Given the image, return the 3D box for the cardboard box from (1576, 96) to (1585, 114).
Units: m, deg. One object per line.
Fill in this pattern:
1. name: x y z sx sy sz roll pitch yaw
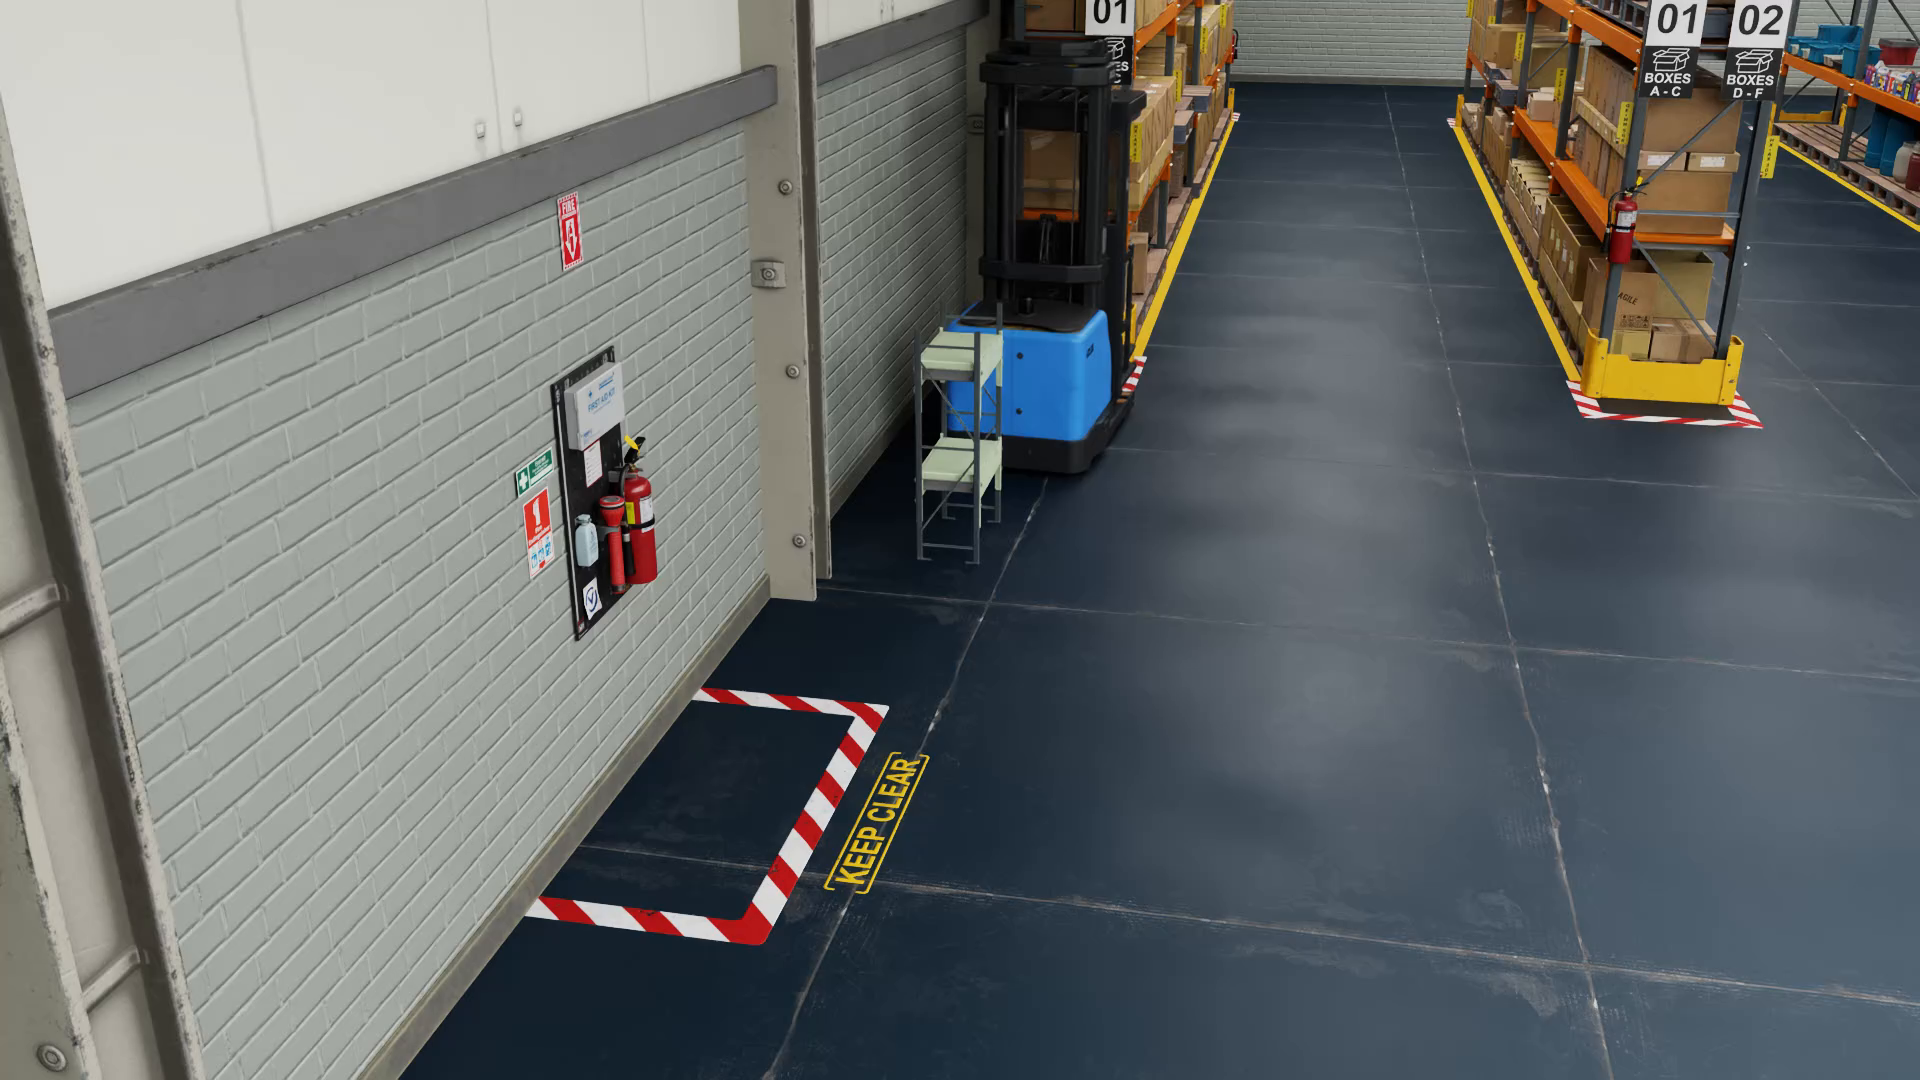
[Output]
1. cardboard box: 6.367 -4.333 16.594 0.380 0.149 0.250 4 22 11

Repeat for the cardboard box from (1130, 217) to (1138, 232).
1. cardboard box: 1.588 -3.107 17.310 0.500 0.500 0.500 3 22 7

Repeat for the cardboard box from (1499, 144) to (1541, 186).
1. cardboard box: 7.389 -4.936 21.852 0.500 0.500 0.500 5 23 13

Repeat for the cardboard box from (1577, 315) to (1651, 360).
1. cardboard box: 5.615 -1.744 14.287 0.500 0.250 0.500 4 22 11

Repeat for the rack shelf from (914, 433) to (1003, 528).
1. rack shelf: -0.001 -0.391 10.689 0.431 0.370 0.720 4 22 11

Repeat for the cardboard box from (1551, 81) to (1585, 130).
1. cardboard box: 7.101 -4.963 19.028 0.500 0.500 0.500 3 22 8

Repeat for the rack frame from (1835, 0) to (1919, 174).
1. rack frame: 13.092 -6.616 23.265 1.000 3.000 0.127 4 22 11

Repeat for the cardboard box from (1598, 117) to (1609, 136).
1. cardboard box: 6.054 -3.766 15.187 0.380 0.149 0.250 4 22 10

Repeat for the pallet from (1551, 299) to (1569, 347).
1. pallet: 6.161 -2.040 15.637 1.003 0.211 1.213 4 22 11

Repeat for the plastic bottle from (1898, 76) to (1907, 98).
1. plastic bottle: 12.318 -5.916 21.701 0.097 0.271 0.097 0 22 0

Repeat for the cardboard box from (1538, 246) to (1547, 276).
1. cardboard box: 6.220 -2.842 17.013 0.500 0.250 0.500 4 22 11

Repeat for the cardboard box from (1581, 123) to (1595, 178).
1. cardboard box: 6.426 -3.759 16.038 0.700 0.500 0.500 4 22 10

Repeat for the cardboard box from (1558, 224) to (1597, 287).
1. cardboard box: 5.906 -2.642 15.512 0.500 0.500 0.500 4 22 11

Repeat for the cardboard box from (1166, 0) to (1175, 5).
1. cardboard box: 1.900 -5.688 16.785 0.500 0.500 0.500 5 22 12

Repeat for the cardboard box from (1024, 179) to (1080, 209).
1. cardboard box: 0.850 -3.108 14.729 0.500 0.250 0.500 5 22 12

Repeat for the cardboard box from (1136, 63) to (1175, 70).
1. cardboard box: 2.019 -5.083 18.737 0.700 0.500 0.500 7 23 16

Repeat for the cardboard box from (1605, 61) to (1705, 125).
1. cardboard box: 6.220 -4.004 14.909 0.700 0.500 0.500 4 22 11

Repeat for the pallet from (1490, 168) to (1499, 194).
1. pallet: 7.868 -4.953 22.870 1.003 0.211 1.213 4 22 11

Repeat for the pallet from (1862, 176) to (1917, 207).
1. pallet: 12.647 -4.596 21.982 1.003 0.211 1.213 4 22 11

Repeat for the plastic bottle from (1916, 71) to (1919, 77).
1. plastic bottle: 13.202 -6.357 22.890 0.097 0.201 0.097 0 22 0

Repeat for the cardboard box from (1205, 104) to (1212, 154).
1. cardboard box: 3.210 -5.996 24.041 0.750 0.750 0.750 5 23 13

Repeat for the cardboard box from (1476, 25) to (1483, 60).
1. cardboard box: 8.402 -7.807 26.088 0.500 0.500 0.500 5 22 12

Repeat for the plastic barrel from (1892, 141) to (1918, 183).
1. plastic barrel: 12.617 -5.000 22.022 0.421 0.512 0.421 0 22 0

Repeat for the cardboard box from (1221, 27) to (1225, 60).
1. cardboard box: 3.675 -7.974 26.236 0.980 0.700 0.700 4 22 10

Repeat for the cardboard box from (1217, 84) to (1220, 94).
1. cardboard box: 4.001 -7.275 26.818 0.380 0.149 0.250 4 22 9

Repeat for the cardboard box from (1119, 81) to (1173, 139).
1. cardboard box: 1.871 -4.353 16.818 0.500 0.500 0.500 4 22 11

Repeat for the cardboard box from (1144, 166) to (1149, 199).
1. cardboard box: 1.447 -3.267 15.125 0.500 0.250 0.500 4 22 9

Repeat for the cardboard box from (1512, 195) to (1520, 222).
1. cardboard box: 6.831 -3.907 19.659 0.500 0.250 0.500 4 22 10

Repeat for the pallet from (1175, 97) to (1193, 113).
1. pallet: 2.213 -5.092 19.738 1.003 0.211 1.213 4 22 11

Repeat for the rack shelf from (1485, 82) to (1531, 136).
1. rack shelf: 7.836 -5.930 22.524 1.077 0.370 4.000 4 22 11

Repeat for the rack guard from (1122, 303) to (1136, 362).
1. rack guard: 0.960 -1.851 14.779 1.175 0.500 0.348 4 22 11

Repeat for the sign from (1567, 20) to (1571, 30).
1. sign: 8.788 -7.491 23.888 0.100 0.325 0.005 4 22 11

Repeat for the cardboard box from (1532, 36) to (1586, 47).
1. cardboard box: 7.819 -6.332 21.864 0.700 0.500 0.500 9 24 21

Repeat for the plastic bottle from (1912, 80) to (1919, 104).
1. plastic bottle: 12.174 -5.697 21.140 0.061 0.283 0.133 4 22 11

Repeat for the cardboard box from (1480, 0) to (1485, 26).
1. cardboard box: 8.402 -8.265 25.889 0.500 0.500 0.500 4 22 10

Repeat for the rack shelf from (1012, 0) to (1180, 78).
1. rack shelf: 1.353 -4.771 15.633 1.077 0.370 4.000 4 22 11

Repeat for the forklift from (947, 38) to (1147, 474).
1. forklift: 0.782 -2.353 12.774 1.130 2.935 3.031 6 23 15

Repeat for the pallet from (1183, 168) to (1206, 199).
1. pallet: 2.812 -4.897 22.731 1.003 0.211 1.213 4 22 11

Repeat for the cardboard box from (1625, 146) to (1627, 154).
1. cardboard box: 5.739 -3.203 13.790 0.380 0.149 0.250 5 22 12

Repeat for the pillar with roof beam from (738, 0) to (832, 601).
1. pillar with roof beam: 3.231 -3.564 7.659 9.100 9.000 0.400 4 22 11

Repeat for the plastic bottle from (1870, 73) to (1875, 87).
1. plastic bottle: 12.567 -6.330 22.821 0.097 0.201 0.097 0 22 0

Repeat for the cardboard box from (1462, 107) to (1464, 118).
1. cardboard box: 8.587 -7.129 27.743 0.380 0.166 0.250 4 22 11

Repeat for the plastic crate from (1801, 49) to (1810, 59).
1. plastic crate: 13.251 -7.560 25.882 0.250 0.136 0.298 4 22 11

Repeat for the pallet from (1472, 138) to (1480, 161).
1. pallet: 8.385 -5.952 25.350 1.003 0.211 1.213 4 22 11

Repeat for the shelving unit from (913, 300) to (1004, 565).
1. shelving unit: -0.001 -0.693 10.567 0.431 1.500 0.755 4 22 11

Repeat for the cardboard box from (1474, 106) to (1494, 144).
1. cardboard box: 8.082 -6.269 25.162 0.500 0.500 0.500 4 22 11

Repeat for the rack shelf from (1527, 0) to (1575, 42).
1. rack shelf: 7.019 -5.858 18.332 1.077 0.370 4.000 4 22 11

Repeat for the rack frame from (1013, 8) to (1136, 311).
1. rack frame: 0.945 -2.982 14.243 1.000 3.000 0.127 4 22 11

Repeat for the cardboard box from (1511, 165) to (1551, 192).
1. cardboard box: 6.934 -4.349 20.006 0.500 0.311 0.500 4 22 10

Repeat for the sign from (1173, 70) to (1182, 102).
1. sign: 2.294 -4.808 17.618 0.100 0.325 0.005 4 22 11

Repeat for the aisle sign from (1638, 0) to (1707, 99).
1. aisle sign: 5.494 -3.810 12.819 0.394 0.787 0.004 4 22 11

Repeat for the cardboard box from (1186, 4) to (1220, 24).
1. cardboard box: 3.549 -7.722 24.450 0.500 0.250 0.500 5 22 12

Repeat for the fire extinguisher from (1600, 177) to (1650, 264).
1. fire extinguisher: 5.316 -2.562 13.304 0.296 0.674 0.183 4 22 11

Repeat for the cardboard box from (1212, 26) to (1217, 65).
1. cardboard box: 3.452 -7.189 24.130 0.500 0.500 0.500 5 22 11

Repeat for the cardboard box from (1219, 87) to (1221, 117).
1. cardboard box: 3.961 -7.238 27.595 0.700 0.500 0.500 4 22 9

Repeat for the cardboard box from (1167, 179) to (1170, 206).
1. cardboard box: 2.189 -4.322 20.327 0.700 0.500 0.500 4 22 11

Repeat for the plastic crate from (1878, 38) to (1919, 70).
1. plastic crate: 13.520 -6.981 24.005 0.402 0.464 0.583 4 22 11
